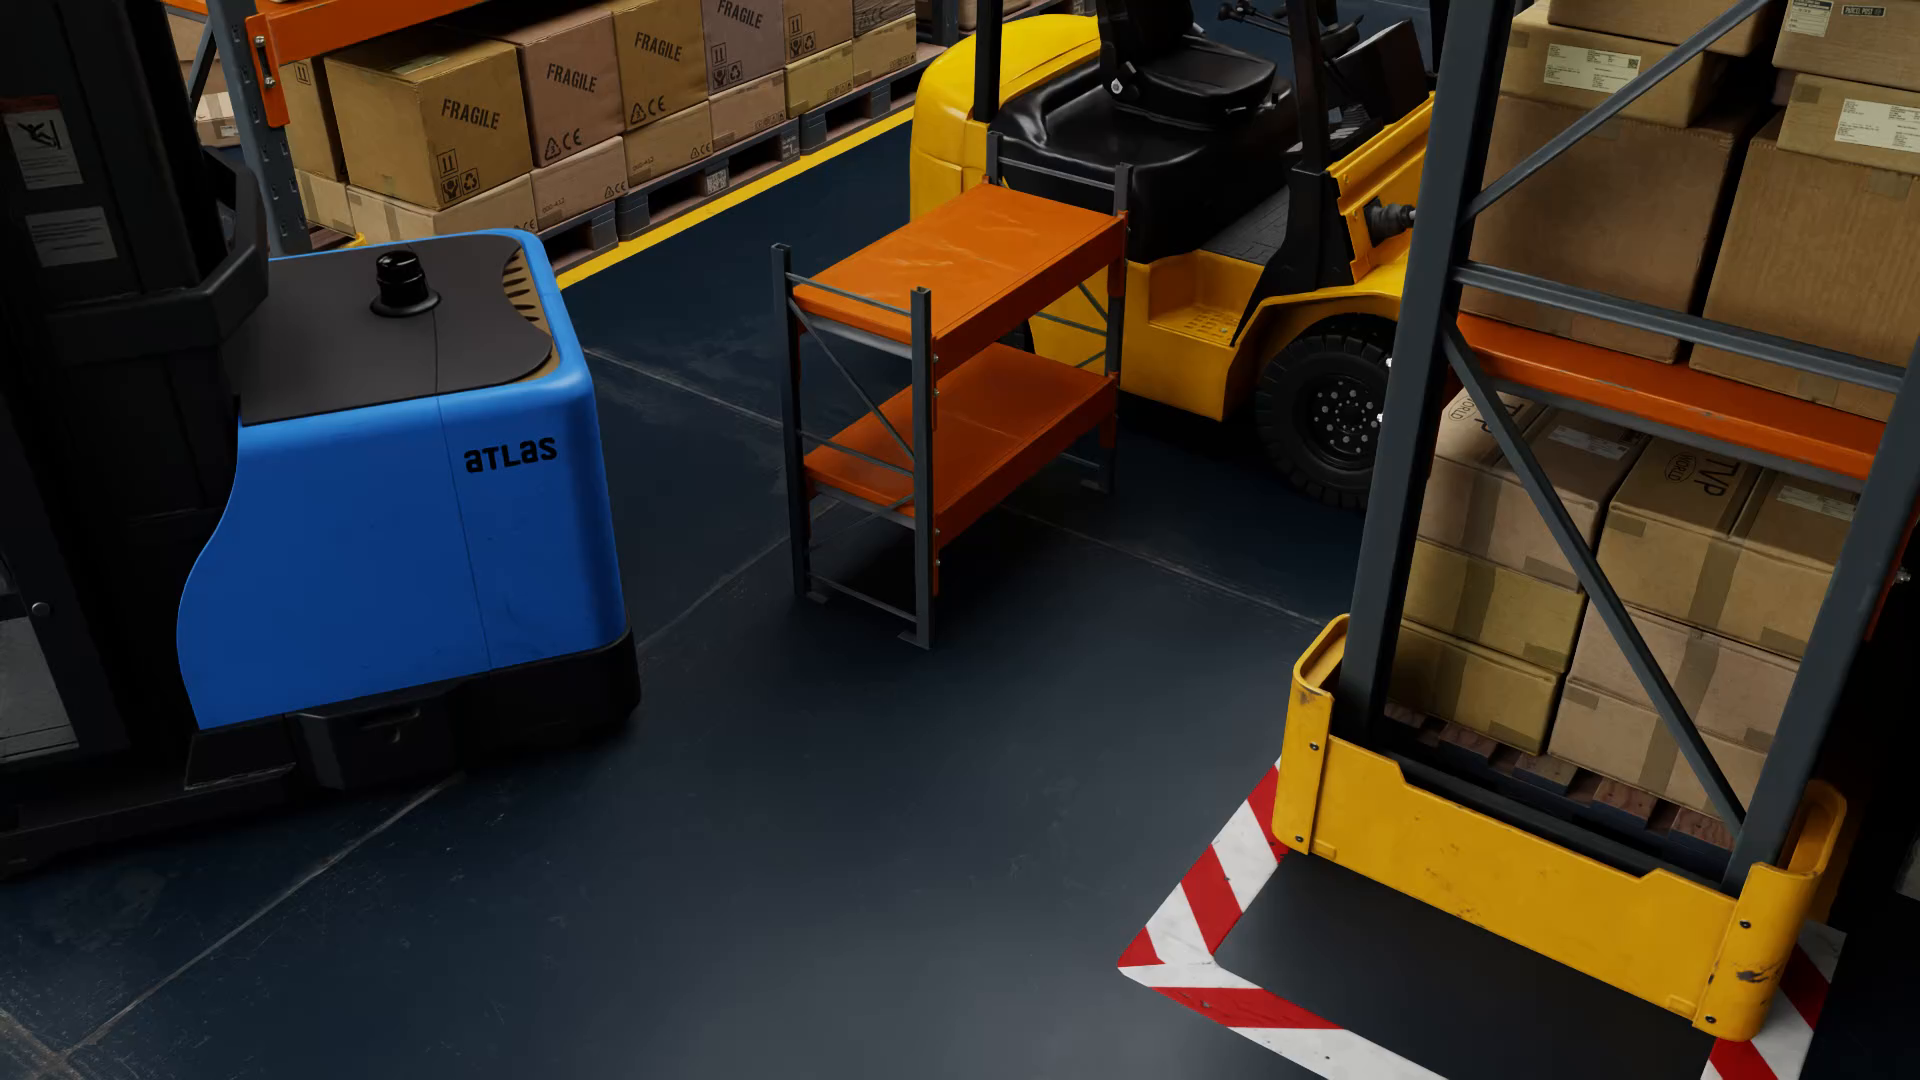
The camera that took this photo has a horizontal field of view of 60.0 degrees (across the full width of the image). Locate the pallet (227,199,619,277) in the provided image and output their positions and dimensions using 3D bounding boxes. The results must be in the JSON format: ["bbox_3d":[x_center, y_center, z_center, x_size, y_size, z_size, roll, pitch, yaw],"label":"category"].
[{"bbox_3d":[-2.196,-1.235,6.889,1.003,0.211,1.213,21,39,28],"label":"pallet"}]

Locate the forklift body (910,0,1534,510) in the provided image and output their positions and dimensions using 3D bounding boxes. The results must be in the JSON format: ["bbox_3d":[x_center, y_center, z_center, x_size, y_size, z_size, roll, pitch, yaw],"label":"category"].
[{"bbox_3d":[0.930,-1.513,5.567,2.313,2.155,1.214,21,39,28],"label":"forklift body"}]

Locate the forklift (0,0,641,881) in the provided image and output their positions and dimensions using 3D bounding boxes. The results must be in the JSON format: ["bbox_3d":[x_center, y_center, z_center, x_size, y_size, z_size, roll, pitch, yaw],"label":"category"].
[{"bbox_3d":[-2.434,-0.680,3.639,3.031,2.935,1.130,-11,36,-16],"label":"forklift"}]

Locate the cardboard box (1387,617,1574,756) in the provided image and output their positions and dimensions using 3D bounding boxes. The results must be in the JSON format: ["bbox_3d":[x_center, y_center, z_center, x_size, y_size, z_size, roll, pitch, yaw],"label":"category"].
[{"bbox_3d":[1.356,0.239,4.299,0.500,0.250,0.500,22,40,28],"label":"cardboard box"}]

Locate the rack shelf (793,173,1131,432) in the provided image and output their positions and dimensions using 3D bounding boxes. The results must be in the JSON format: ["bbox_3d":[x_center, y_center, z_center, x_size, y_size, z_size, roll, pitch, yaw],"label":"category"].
[{"bbox_3d":[0.004,-0.712,4.776,0.538,0.278,1.000,21,39,28],"label":"rack shelf"}]

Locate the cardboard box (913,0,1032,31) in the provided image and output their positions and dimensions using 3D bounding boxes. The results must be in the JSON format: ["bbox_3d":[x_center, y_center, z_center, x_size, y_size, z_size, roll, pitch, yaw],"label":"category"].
[{"bbox_3d":[-0.154,-3.161,9.218,0.950,0.372,0.625,22,40,29],"label":"cardboard box"}]

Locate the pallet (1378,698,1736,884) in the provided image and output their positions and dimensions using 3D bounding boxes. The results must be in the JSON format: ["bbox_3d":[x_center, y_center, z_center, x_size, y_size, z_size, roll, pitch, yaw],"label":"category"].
[{"bbox_3d":[1.749,0.380,4.499,1.003,0.211,1.213,21,39,28],"label":"pallet"}]

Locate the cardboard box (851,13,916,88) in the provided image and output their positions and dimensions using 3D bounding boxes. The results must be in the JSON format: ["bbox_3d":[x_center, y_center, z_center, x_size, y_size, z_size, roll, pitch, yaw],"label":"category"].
[{"bbox_3d":[-0.568,-2.511,8.365,0.500,0.250,0.500,23,40,30],"label":"cardboard box"}]

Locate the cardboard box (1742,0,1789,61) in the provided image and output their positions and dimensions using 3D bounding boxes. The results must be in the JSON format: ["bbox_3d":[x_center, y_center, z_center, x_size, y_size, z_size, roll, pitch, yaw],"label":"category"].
[{"bbox_3d":[1.635,-1.195,3.672,0.380,0.149,0.250,22,40,29],"label":"cardboard box"}]

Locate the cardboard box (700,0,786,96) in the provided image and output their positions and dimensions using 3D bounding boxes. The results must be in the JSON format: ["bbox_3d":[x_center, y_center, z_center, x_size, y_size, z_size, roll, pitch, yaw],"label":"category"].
[{"bbox_3d":[-1.147,-2.352,7.460,0.500,0.500,0.500,24,41,31],"label":"cardboard box"}]

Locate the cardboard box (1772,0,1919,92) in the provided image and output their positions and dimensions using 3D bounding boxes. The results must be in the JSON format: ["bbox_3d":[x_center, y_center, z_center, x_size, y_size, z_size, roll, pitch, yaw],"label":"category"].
[{"bbox_3d":[1.715,-0.929,3.012,0.380,0.149,0.250,20,39,27],"label":"cardboard box"}]

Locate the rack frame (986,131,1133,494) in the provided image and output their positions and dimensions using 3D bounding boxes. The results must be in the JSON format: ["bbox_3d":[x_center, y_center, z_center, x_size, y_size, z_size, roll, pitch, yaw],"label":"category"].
[{"bbox_3d":[0.294,-0.703,5.285,0.500,1.125,0.032,21,39,28],"label":"rack frame"}]

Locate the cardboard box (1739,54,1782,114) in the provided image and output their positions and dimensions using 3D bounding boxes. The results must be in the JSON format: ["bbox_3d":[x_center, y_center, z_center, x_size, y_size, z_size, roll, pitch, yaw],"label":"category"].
[{"bbox_3d":[1.716,-0.997,3.957,0.500,0.500,0.500,23,40,30],"label":"cardboard box"}]

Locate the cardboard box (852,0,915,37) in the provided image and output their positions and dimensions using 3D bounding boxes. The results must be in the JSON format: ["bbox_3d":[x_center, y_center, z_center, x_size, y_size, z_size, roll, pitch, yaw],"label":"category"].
[{"bbox_3d":[-0.568,-2.821,8.155,0.500,0.500,0.500,21,39,28],"label":"cardboard box"}]

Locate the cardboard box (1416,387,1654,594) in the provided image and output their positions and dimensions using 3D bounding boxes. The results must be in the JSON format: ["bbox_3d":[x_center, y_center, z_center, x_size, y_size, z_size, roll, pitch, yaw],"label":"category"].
[{"bbox_3d":[1.354,-0.170,4.011,0.500,0.250,0.500,23,40,30],"label":"cardboard box"}]

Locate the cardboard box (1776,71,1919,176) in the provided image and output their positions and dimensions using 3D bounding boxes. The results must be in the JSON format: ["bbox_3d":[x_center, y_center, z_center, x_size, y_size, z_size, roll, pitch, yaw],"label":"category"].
[{"bbox_3d":[1.754,-0.793,3.076,0.380,0.149,0.250,20,39,27],"label":"cardboard box"}]

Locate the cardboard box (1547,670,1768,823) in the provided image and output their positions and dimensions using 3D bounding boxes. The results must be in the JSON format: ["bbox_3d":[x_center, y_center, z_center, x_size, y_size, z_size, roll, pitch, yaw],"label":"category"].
[{"bbox_3d":[1.789,0.392,4.072,0.500,0.250,0.500,21,40,28],"label":"cardboard box"}]

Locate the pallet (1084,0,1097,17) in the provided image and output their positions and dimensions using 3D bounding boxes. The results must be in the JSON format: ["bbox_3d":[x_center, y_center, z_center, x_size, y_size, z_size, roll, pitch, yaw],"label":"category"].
[{"bbox_3d":[0.686,-3.601,10.387,1.003,0.211,1.213,21,39,28],"label":"pallet"}]

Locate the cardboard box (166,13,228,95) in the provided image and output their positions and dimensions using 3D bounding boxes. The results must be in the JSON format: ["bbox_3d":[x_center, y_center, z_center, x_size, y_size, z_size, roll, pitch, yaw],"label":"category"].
[{"bbox_3d":[-3.810,-2.576,8.610,0.797,0.503,0.637,-3,34,-4],"label":"cardboard box"}]

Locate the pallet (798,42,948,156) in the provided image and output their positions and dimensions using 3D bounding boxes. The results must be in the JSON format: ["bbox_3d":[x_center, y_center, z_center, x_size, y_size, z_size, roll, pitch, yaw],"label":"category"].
[{"bbox_3d":[-0.805,-2.358,8.549,1.003,0.211,1.213,21,39,28],"label":"pallet"}]

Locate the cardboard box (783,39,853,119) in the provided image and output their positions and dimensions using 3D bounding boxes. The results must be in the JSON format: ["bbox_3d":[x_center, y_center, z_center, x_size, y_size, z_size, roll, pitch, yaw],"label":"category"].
[{"bbox_3d":[-0.863,-2.263,7.998,0.500,0.250,0.500,20,39,27],"label":"cardboard box"}]

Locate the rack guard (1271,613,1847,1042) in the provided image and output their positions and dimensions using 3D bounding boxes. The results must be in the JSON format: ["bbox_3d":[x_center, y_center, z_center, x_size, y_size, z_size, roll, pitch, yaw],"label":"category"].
[{"bbox_3d":[1.334,0.637,3.861,1.175,0.500,0.348,21,39,28],"label":"rack guard"}]

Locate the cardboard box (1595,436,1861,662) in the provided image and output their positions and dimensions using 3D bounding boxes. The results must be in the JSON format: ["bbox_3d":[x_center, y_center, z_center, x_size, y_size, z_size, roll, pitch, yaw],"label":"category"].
[{"bbox_3d":[1.777,-0.019,3.788,0.500,0.250,0.500,21,39,28],"label":"cardboard box"}]

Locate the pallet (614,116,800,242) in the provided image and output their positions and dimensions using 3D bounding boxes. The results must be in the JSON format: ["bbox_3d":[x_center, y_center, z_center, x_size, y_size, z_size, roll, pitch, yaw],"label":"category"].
[{"bbox_3d":[-1.500,-1.795,7.715,1.003,0.211,1.213,21,39,28],"label":"pallet"}]

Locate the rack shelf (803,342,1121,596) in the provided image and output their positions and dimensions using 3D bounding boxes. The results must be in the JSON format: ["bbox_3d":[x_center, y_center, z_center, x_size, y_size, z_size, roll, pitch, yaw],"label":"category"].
[{"bbox_3d":[0.004,-0.267,5.076,0.538,0.278,1.000,21,39,28],"label":"rack shelf"}]

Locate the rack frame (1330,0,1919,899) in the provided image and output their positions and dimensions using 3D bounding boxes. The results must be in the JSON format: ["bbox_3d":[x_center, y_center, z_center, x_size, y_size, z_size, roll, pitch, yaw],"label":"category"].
[{"bbox_3d":[1.348,-0.409,3.178,1.000,3.000,0.127,21,39,28],"label":"rack frame"}]

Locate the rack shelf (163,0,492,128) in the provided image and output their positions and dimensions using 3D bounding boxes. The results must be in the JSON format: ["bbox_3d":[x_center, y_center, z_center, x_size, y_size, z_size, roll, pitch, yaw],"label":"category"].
[{"bbox_3d":[-1.592,-2.615,7.082,1.077,0.370,4.000,21,39,28],"label":"rack shelf"}]

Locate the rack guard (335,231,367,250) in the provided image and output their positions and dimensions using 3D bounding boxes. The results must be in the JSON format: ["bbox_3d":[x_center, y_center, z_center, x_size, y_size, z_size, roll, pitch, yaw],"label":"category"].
[{"bbox_3d":[-2.689,-0.993,6.271,1.175,0.500,0.348,21,39,28],"label":"rack guard"}]

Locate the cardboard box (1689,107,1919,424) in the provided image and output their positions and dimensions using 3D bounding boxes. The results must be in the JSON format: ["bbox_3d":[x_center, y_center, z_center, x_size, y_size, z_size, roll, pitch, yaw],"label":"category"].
[{"bbox_3d":[1.858,-0.590,3.356,0.500,0.500,0.500,23,40,30],"label":"cardboard box"}]

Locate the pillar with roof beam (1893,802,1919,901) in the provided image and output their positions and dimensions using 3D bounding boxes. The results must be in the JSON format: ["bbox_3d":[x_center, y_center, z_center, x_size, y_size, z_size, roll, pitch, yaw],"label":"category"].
[{"bbox_3d":[-1.051,-4.302,3.578,9.100,9.000,0.400,21,39,28],"label":"pillar with roof beam"}]

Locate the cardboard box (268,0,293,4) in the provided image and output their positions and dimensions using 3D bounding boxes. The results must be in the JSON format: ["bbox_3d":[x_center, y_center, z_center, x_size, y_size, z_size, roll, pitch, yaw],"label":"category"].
[{"bbox_3d":[-2.368,-1.979,5.723,0.380,0.149,0.250,21,40,28],"label":"cardboard box"}]

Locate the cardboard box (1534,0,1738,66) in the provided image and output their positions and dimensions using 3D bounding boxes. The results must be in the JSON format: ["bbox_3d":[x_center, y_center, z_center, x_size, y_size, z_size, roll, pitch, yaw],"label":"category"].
[{"bbox_3d":[1.437,-1.096,3.524,0.380,0.149,0.250,22,40,29],"label":"cardboard box"}]

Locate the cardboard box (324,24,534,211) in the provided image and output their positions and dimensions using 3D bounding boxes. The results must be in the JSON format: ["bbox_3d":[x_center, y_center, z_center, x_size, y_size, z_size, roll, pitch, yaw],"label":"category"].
[{"bbox_3d":[-2.032,-1.633,6.397,0.500,0.500,0.500,20,39,27],"label":"cardboard box"}]

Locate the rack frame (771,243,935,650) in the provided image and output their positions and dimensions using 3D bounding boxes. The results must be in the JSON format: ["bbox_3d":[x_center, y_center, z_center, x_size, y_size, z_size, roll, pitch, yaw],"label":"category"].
[{"bbox_3d":[-0.286,-0.235,4.594,0.500,1.125,0.032,21,39,28],"label":"rack frame"}]

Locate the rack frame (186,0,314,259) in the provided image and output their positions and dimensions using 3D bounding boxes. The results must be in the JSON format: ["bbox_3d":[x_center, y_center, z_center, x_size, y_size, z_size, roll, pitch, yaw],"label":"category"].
[{"bbox_3d":[-2.732,-1.993,5.520,1.000,3.000,0.127,21,39,28],"label":"rack frame"}]

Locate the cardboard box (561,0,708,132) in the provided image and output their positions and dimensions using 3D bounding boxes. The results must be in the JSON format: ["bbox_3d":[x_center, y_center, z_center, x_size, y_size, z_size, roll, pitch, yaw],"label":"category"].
[{"bbox_3d":[-1.445,-2.103,7.092,0.500,0.500,0.500,22,40,29],"label":"cardboard box"}]

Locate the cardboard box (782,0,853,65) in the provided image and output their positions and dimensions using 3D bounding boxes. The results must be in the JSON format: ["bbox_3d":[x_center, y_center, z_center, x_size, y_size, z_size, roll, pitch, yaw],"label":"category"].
[{"bbox_3d":[-0.857,-2.587,7.808,0.500,0.500,0.500,22,40,29],"label":"cardboard box"}]

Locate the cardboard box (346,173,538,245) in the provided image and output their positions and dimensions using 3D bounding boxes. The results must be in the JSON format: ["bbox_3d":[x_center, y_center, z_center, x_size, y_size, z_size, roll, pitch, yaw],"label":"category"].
[{"bbox_3d":[-2.045,-1.311,6.590,0.500,0.250,0.500,21,39,28],"label":"cardboard box"}]

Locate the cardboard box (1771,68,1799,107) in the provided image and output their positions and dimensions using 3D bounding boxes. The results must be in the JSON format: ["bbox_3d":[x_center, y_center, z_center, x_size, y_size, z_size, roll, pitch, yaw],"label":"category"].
[{"bbox_3d":[1.843,-0.927,3.274,0.380,0.149,0.250,21,39,28],"label":"cardboard box"}]

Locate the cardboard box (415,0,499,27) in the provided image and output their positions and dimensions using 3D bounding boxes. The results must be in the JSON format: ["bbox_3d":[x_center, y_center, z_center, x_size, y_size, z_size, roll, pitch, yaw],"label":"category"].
[{"bbox_3d":[-2.195,-2.032,6.987,0.500,0.500,0.500,23,40,30],"label":"cardboard box"}]

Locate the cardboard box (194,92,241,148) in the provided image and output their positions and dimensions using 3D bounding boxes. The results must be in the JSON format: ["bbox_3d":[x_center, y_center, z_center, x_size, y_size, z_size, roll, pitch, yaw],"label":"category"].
[{"bbox_3d":[-3.645,-2.060,8.164,0.250,0.149,0.380,-15,37,-21],"label":"cardboard box"}]

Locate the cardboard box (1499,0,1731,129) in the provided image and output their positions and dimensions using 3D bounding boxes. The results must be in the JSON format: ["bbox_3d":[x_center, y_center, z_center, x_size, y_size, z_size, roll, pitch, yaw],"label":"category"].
[{"bbox_3d":[1.315,-0.968,3.336,0.380,0.149,0.250,22,40,29],"label":"cardboard box"}]

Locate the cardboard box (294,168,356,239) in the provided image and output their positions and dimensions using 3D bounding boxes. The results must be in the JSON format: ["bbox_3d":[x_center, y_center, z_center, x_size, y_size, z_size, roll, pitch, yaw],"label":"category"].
[{"bbox_3d":[-2.478,-1.497,6.866,0.500,0.250,0.500,21,39,28],"label":"cardboard box"}]

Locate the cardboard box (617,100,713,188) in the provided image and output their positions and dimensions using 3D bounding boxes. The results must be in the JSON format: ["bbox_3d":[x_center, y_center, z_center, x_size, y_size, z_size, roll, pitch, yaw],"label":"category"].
[{"bbox_3d":[-1.447,-1.799,7.312,0.500,0.250,0.500,24,41,31],"label":"cardboard box"}]

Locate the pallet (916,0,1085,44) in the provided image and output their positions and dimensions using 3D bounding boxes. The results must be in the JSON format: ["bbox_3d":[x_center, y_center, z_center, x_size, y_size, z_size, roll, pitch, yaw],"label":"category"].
[{"bbox_3d":[-0.009,-3.038,9.553,1.003,0.211,1.213,21,39,28],"label":"pallet"}]

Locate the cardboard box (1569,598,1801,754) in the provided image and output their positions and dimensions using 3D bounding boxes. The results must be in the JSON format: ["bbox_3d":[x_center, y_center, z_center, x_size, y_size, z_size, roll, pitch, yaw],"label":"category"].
[{"bbox_3d":[1.787,0.199,3.912,0.500,0.250,0.500,22,40,29],"label":"cardboard box"}]

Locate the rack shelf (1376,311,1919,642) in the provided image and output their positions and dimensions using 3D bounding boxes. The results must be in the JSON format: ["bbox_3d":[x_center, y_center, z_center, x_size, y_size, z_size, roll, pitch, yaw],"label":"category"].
[{"bbox_3d":[2.488,-1.032,4.740,1.077,0.370,4.000,21,39,28],"label":"rack shelf"}]

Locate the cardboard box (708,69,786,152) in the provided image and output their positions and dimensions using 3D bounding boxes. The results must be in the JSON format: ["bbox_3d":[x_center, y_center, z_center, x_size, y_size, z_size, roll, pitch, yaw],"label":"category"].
[{"bbox_3d":[-1.157,-2.030,7.654,0.500,0.250,0.500,22,40,29],"label":"cardboard box"}]

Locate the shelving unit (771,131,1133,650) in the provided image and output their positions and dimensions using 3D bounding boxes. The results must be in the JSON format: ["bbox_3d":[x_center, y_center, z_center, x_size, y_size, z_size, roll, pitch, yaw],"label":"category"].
[{"bbox_3d":[0.004,-0.469,4.939,0.538,1.125,1.048,21,39,28],"label":"shelving unit"}]

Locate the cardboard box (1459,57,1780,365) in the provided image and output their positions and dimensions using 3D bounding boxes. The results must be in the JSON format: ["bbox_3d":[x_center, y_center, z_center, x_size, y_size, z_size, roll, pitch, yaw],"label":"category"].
[{"bbox_3d":[1.413,-0.761,3.608,0.500,0.500,0.500,20,39,27],"label":"cardboard box"}]

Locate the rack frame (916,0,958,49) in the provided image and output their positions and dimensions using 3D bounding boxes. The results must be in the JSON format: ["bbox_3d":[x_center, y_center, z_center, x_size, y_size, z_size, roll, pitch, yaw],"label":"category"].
[{"bbox_3d":[-0.451,-3.834,8.242,1.000,3.000,0.127,21,39,28],"label":"rack frame"}]

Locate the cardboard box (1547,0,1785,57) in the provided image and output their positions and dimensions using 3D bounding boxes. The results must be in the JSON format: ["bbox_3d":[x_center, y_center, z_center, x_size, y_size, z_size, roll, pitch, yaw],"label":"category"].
[{"bbox_3d":[1.379,-1.075,3.228,0.380,0.149,0.250,21,40,28],"label":"cardboard box"}]

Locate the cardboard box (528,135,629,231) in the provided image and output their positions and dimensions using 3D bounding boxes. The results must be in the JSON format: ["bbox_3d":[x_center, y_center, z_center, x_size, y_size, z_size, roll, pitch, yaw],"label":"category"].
[{"bbox_3d":[-1.748,-1.543,6.934,0.500,0.250,0.500,23,40,30],"label":"cardboard box"}]

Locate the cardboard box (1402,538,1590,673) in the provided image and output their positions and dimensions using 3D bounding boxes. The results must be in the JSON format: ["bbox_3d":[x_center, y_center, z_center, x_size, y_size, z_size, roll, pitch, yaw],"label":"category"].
[{"bbox_3d":[1.369,0.025,4.169,0.500,0.250,0.500,21,39,28],"label":"cardboard box"}]

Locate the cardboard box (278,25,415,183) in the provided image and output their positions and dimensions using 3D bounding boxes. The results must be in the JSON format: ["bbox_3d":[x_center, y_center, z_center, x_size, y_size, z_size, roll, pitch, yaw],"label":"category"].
[{"bbox_3d":[-2.489,-1.791,6.630,0.500,0.500,0.500,22,40,28],"label":"cardboard box"}]

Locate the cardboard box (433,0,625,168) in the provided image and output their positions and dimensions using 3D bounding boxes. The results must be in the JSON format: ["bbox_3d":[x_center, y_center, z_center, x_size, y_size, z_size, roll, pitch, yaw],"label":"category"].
[{"bbox_3d":[-1.737,-1.875,6.755,0.500,0.500,0.500,20,39,27],"label":"cardboard box"}]
